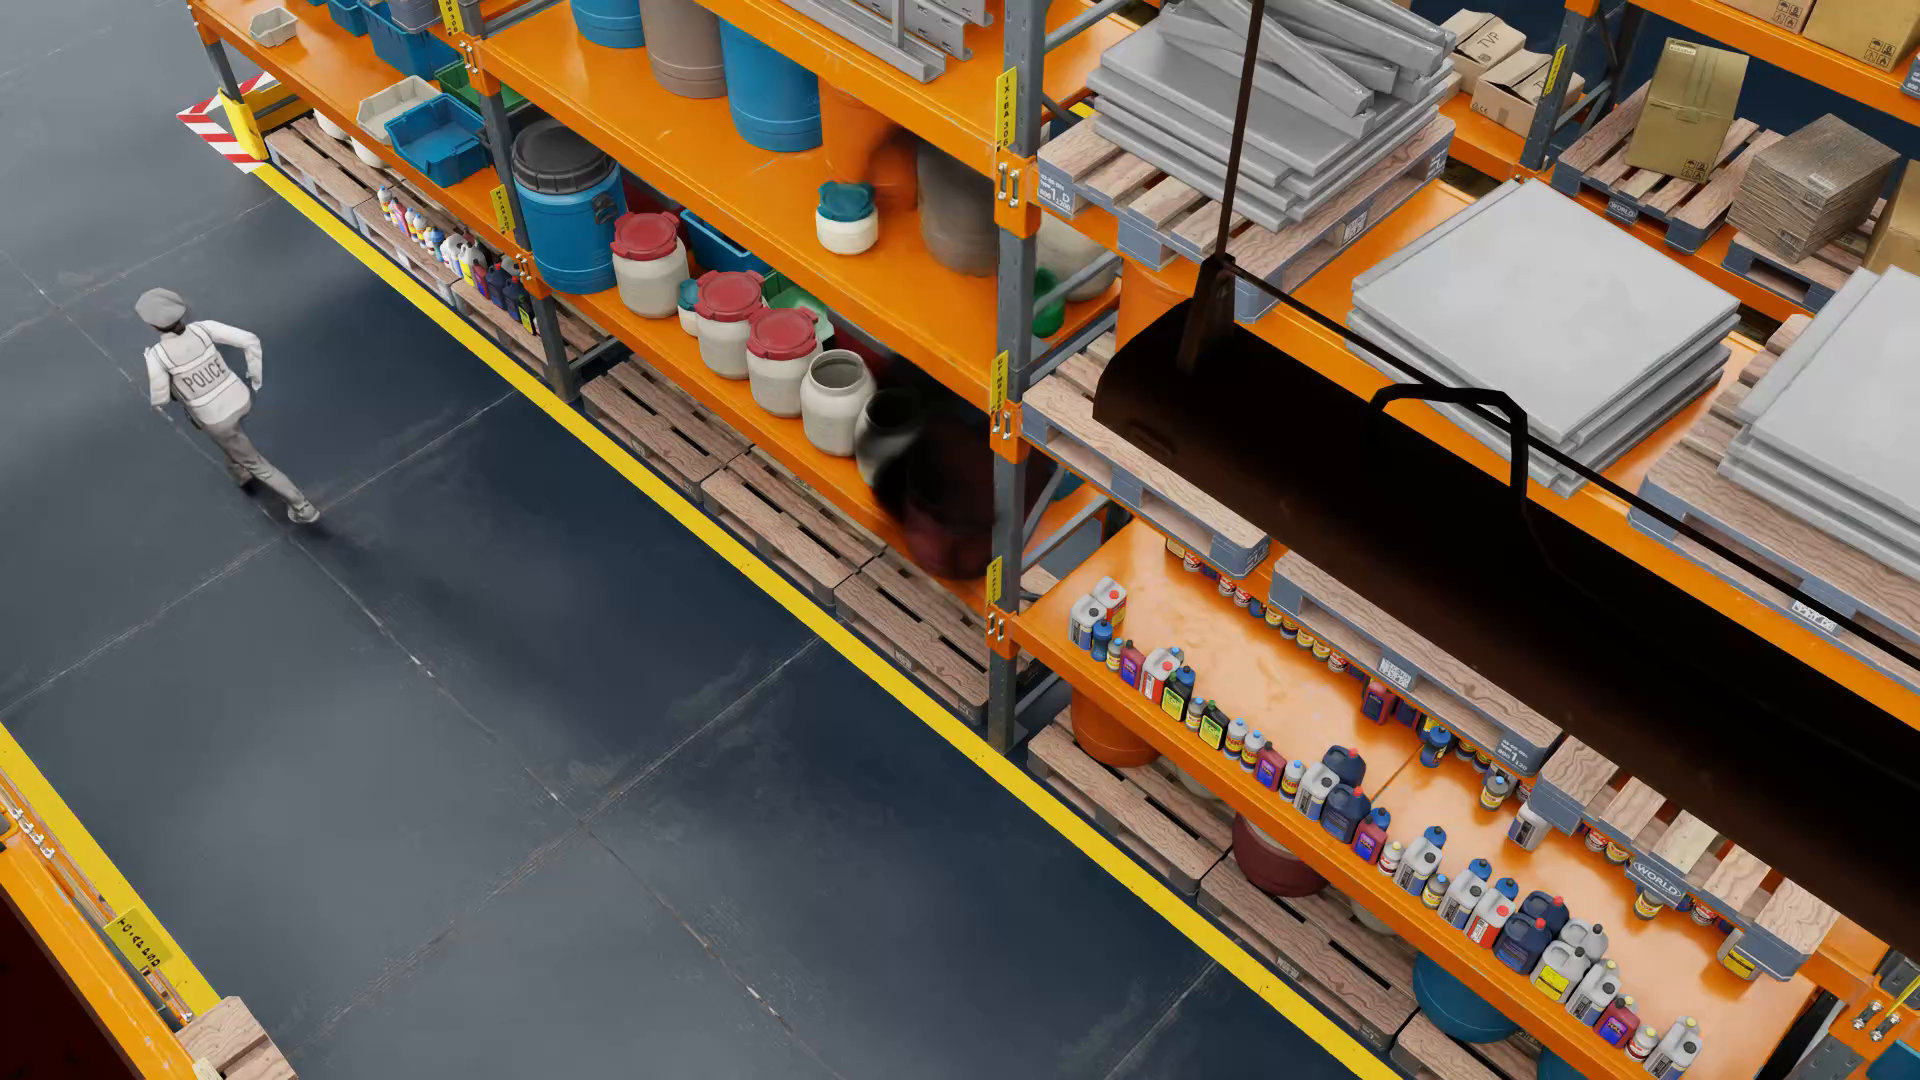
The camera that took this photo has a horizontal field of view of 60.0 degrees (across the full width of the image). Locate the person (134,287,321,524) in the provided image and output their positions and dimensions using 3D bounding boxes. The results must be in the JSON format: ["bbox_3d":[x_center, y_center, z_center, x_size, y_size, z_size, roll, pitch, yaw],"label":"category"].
[{"bbox_3d":[-4.363,-0.740,9.941,0.907,1.678,0.606,22,54,18],"label":"person"}]
